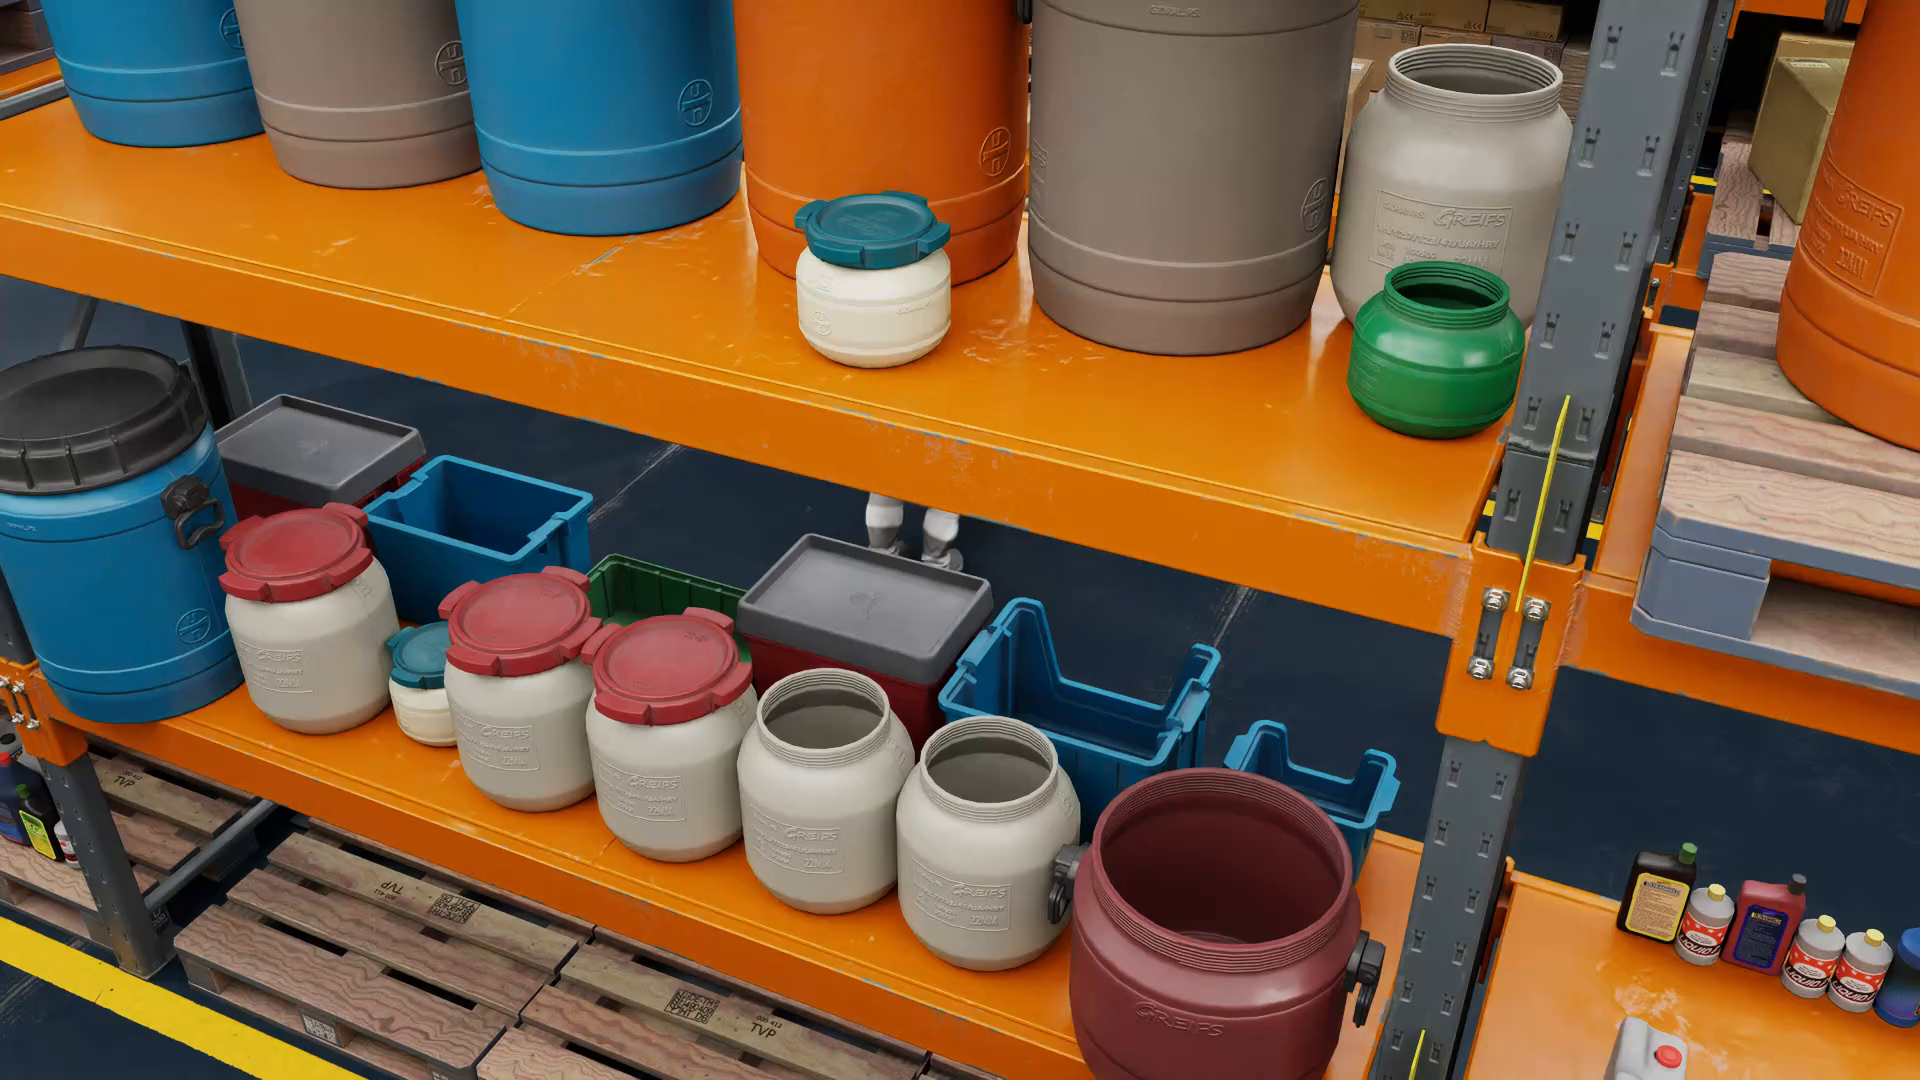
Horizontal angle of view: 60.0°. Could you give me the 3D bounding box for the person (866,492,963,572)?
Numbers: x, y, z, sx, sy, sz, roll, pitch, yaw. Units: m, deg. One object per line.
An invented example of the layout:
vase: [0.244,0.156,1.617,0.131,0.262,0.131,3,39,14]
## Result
person: [-0.130,-0.491,7.286,0.495,1.319,0.910,13,36,19]
